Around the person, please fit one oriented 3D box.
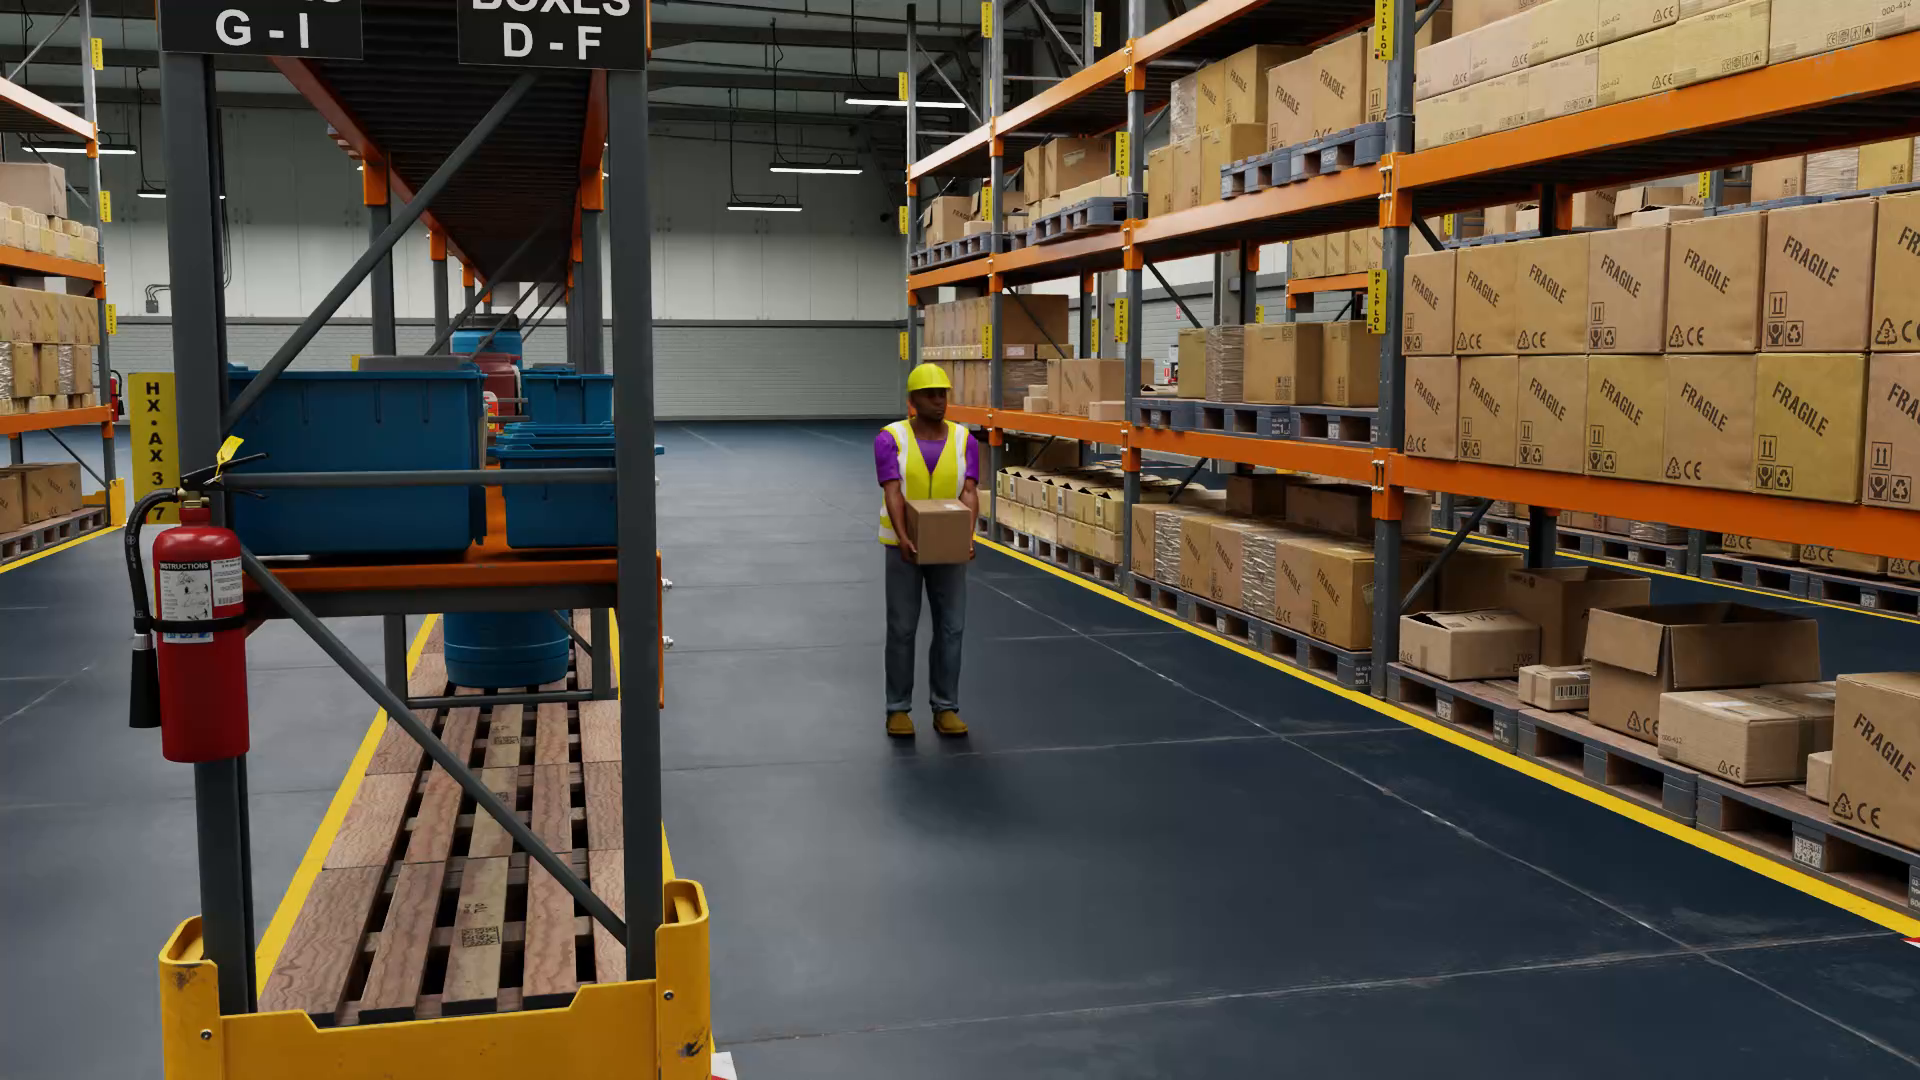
[{"bbox_3d":[-10.427,-2.935,1.730,23.266,9.001,6.813,-2,6,-14],"label":"person"}]
